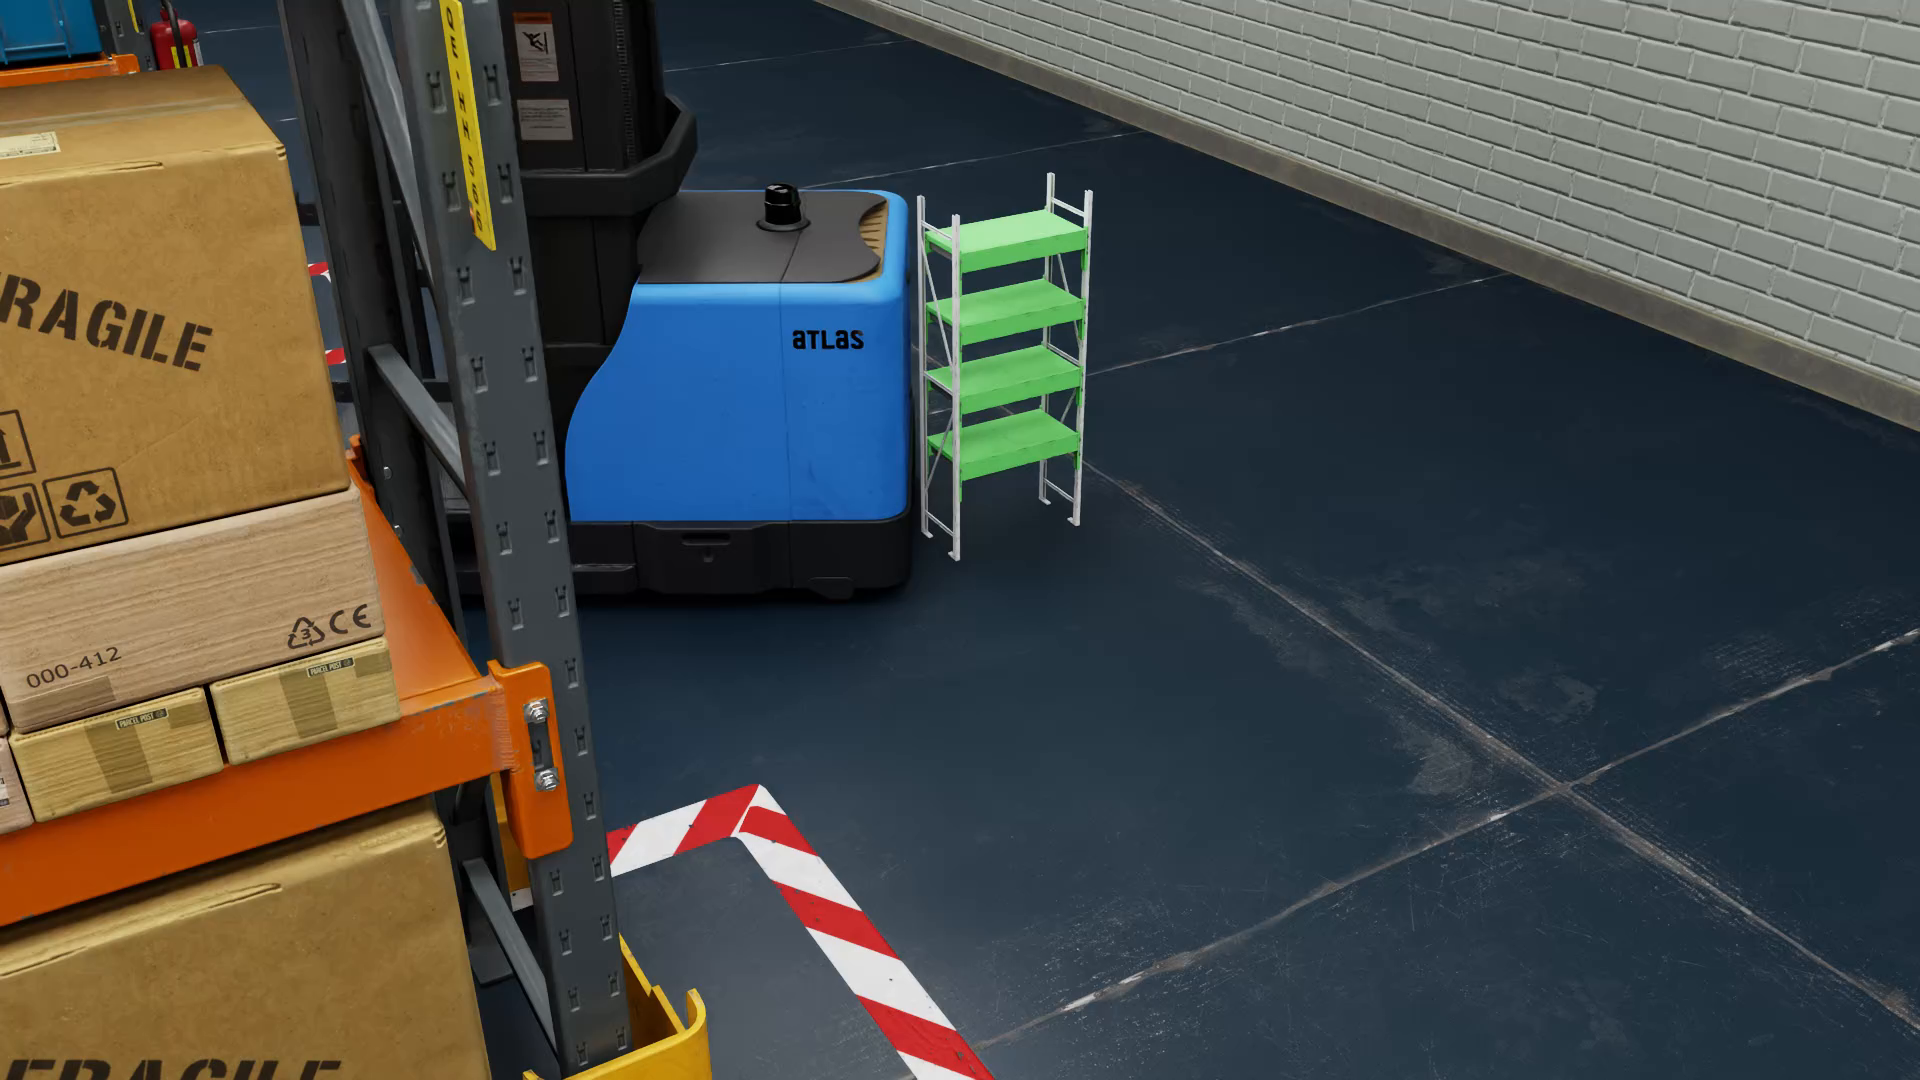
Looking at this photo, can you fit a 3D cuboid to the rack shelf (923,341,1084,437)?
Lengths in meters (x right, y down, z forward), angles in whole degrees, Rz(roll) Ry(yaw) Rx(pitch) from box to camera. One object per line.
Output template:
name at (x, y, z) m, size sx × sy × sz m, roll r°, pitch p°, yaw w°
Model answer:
rack shelf at (0.143, -0.510, 5.564) m, size 0.480 × 0.148 × 0.258 m, roll -16°, pitch 33°, yaw -26°

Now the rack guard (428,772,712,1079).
rack guard at (-0.895, 0.918, 3.569) m, size 0.348 × 0.500 × 1.175 m, roll -16°, pitch 33°, yaw -26°

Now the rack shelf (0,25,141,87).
rack shelf at (-5.149, -1.429, 5.980) m, size 4.000 × 0.370 × 1.077 m, roll -16°, pitch 33°, yaw -26°

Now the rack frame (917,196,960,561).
rack frame at (-0.068, -0.506, 5.425) m, size 0.015 × 1.200 × 0.240 m, roll -16°, pitch 33°, yaw -26°

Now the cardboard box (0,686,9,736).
cardboard box at (-1.637, 0.118, 2.279) m, size 0.500 × 0.250 × 0.500 m, roll -16°, pitch 33°, yaw -27°

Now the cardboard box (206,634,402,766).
cardboard box at (-1.056, 0.164, 2.609) m, size 0.250 × 0.149 × 0.380 m, roll -15°, pitch 32°, yaw -25°

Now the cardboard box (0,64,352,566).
cardboard box at (-1.203, -0.335, 2.323) m, size 0.500 × 0.500 × 0.500 m, roll -15°, pitch 32°, yaw -26°

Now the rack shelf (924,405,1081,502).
rack shelf at (0.143, -0.300, 5.680) m, size 0.480 × 0.148 × 0.258 m, roll -16°, pitch 33°, yaw -26°

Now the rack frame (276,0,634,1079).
rack frame at (-0.916, -0.171, 2.955) m, size 0.127 × 3.000 × 1.000 m, roll -16°, pitch 33°, yaw -26°

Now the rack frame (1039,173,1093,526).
rack frame at (0.353, -0.626, 5.642) m, size 0.015 × 1.200 × 0.240 m, roll -16°, pitch 33°, yaw -26°

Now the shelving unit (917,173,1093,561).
shelving unit at (0.143, -0.566, 5.534) m, size 0.503 × 1.200 × 0.258 m, roll -16°, pitch 33°, yaw -26°

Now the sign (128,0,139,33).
sign at (-3.132, -2.080, 6.246) m, size 0.005 × 0.325 × 0.100 m, roll -16°, pitch 33°, yaw -26°

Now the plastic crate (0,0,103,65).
plastic crate at (-3.619, -2.116, 6.381) m, size 0.499 × 0.435 × 0.616 m, roll -16°, pitch 33°, yaw -26°

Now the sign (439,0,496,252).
sign at (-0.653, -0.552, 2.202) m, size 0.005 × 0.325 × 0.100 m, roll -16°, pitch 33°, yaw -26°

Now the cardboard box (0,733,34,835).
cardboard box at (-1.497, 0.289, 2.381) m, size 0.250 × 0.149 × 0.380 m, roll -16°, pitch 33°, yaw -26°

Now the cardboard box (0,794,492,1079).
cardboard box at (-1.427, 0.766, 3.022) m, size 0.875 × 0.875 × 0.875 m, roll -16°, pitch 33°, yaw -26°

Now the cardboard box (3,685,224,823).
cardboard box at (-1.279, 0.228, 2.492) m, size 0.250 × 0.149 × 0.380 m, roll -15°, pitch 32°, yaw -26°

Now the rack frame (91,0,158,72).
rack frame at (-3.425, -2.234, 6.693) m, size 0.127 × 3.000 × 1.000 m, roll -16°, pitch 33°, yaw -26°

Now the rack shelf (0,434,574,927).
rack shelf at (-2.640, 0.634, 2.241) m, size 4.000 × 0.370 × 1.077 m, roll -16°, pitch 33°, yaw -26°

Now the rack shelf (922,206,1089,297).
rack shelf at (0.143, -0.930, 5.332) m, size 0.480 × 0.148 × 0.258 m, roll -16°, pitch 33°, yaw -26°

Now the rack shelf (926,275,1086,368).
rack shelf at (0.143, -0.720, 5.448) m, size 0.480 × 0.148 × 0.258 m, roll -16°, pitch 33°, yaw -26°

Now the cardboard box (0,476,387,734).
cardboard box at (-1.199, -0.006, 2.504) m, size 0.500 × 0.250 × 0.500 m, roll -16°, pitch 33°, yaw -27°

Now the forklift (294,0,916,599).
forklift at (-1.676, -1.315, 5.099) m, size 3.031 × 2.935 × 1.130 m, roll 0°, pitch 29°, yaw 0°
